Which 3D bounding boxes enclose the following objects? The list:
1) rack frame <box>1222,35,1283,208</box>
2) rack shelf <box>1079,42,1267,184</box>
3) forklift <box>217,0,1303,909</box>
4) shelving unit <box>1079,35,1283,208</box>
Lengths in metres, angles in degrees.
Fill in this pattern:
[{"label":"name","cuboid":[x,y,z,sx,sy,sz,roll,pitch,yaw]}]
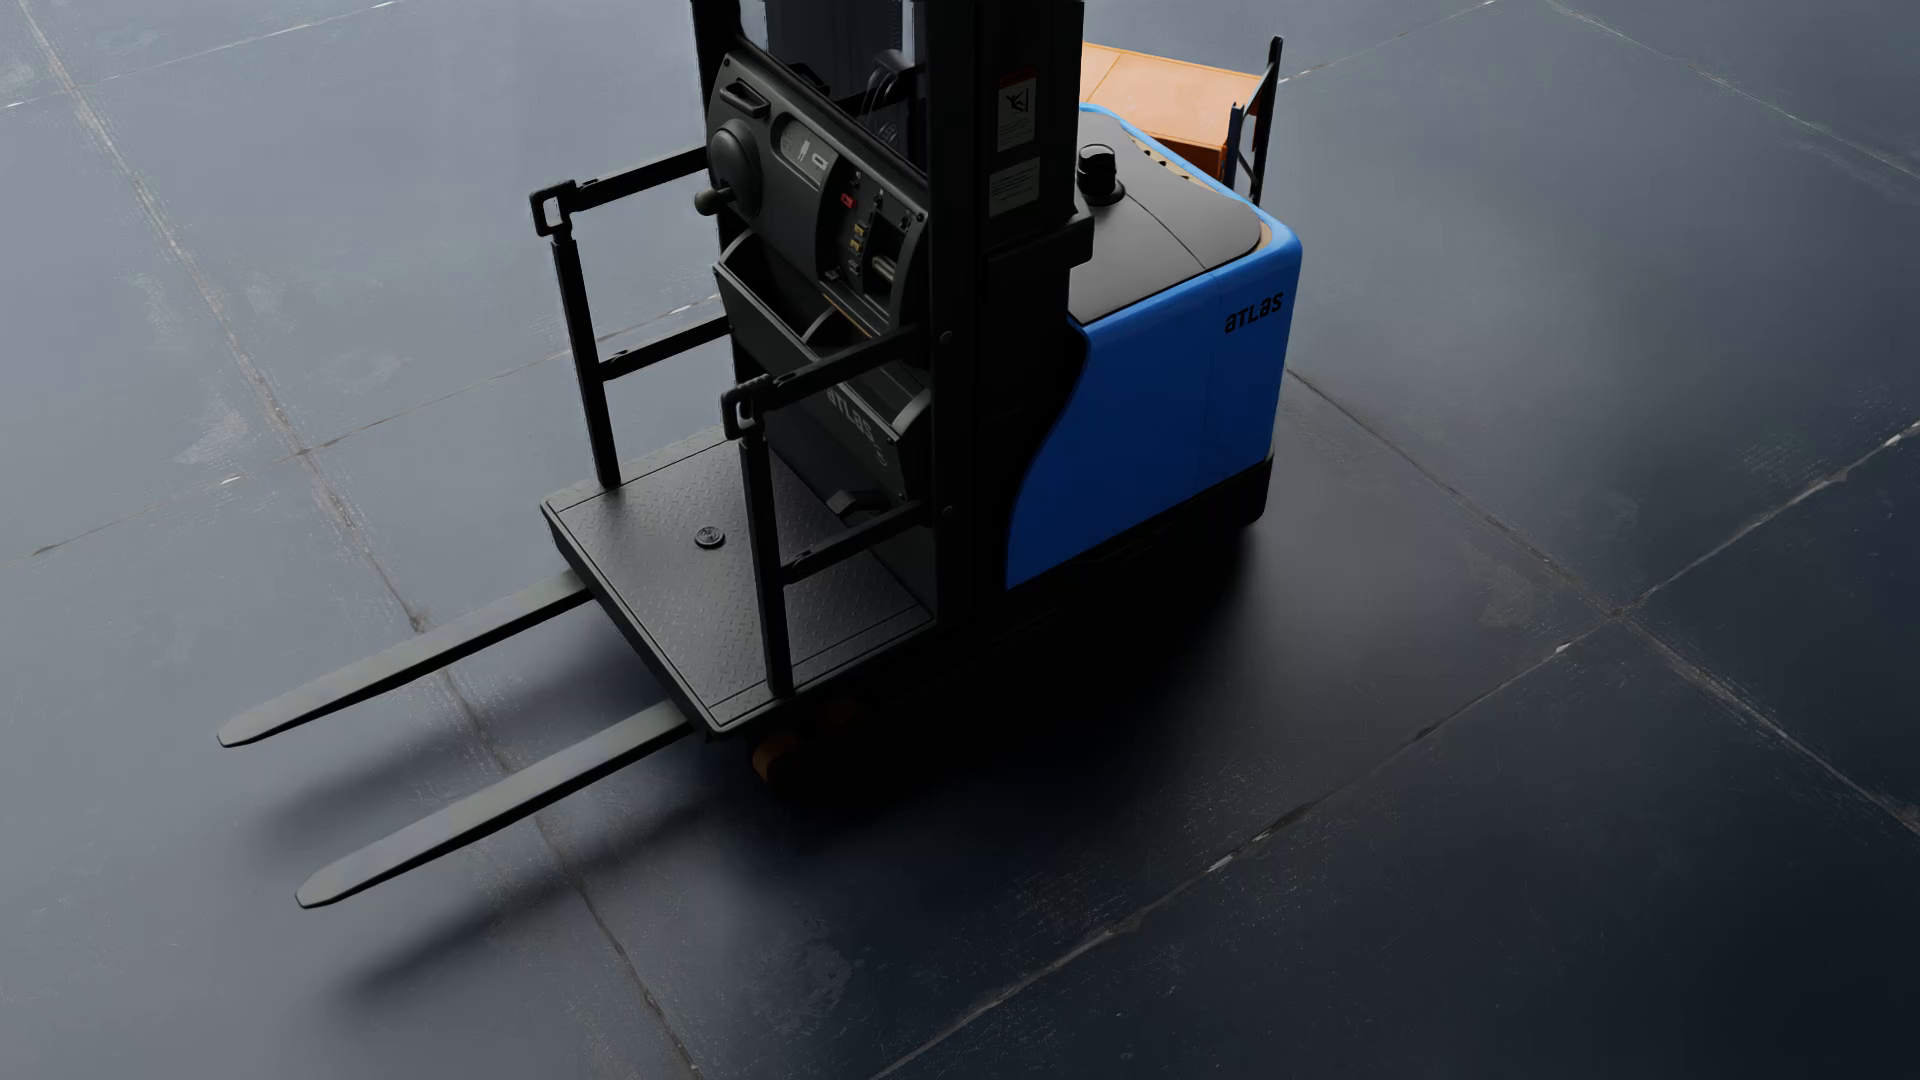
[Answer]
[{"label":"rack frame","cuboid":[0.922,-1.044,5.528,0.032,1.125,0.500,16,46,16]},{"label":"rack shelf","cuboid":[0.453,-1.391,5.469,1.000,0.278,0.538,16,46,16]},{"label":"forklift","cuboid":[-0.534,-0.801,3.967,3.031,2.935,1.130,-26,49,-25]},{"label":"shelving unit","cuboid":[0.453,-1.179,5.671,1.048,1.125,0.538,16,46,16]}]
